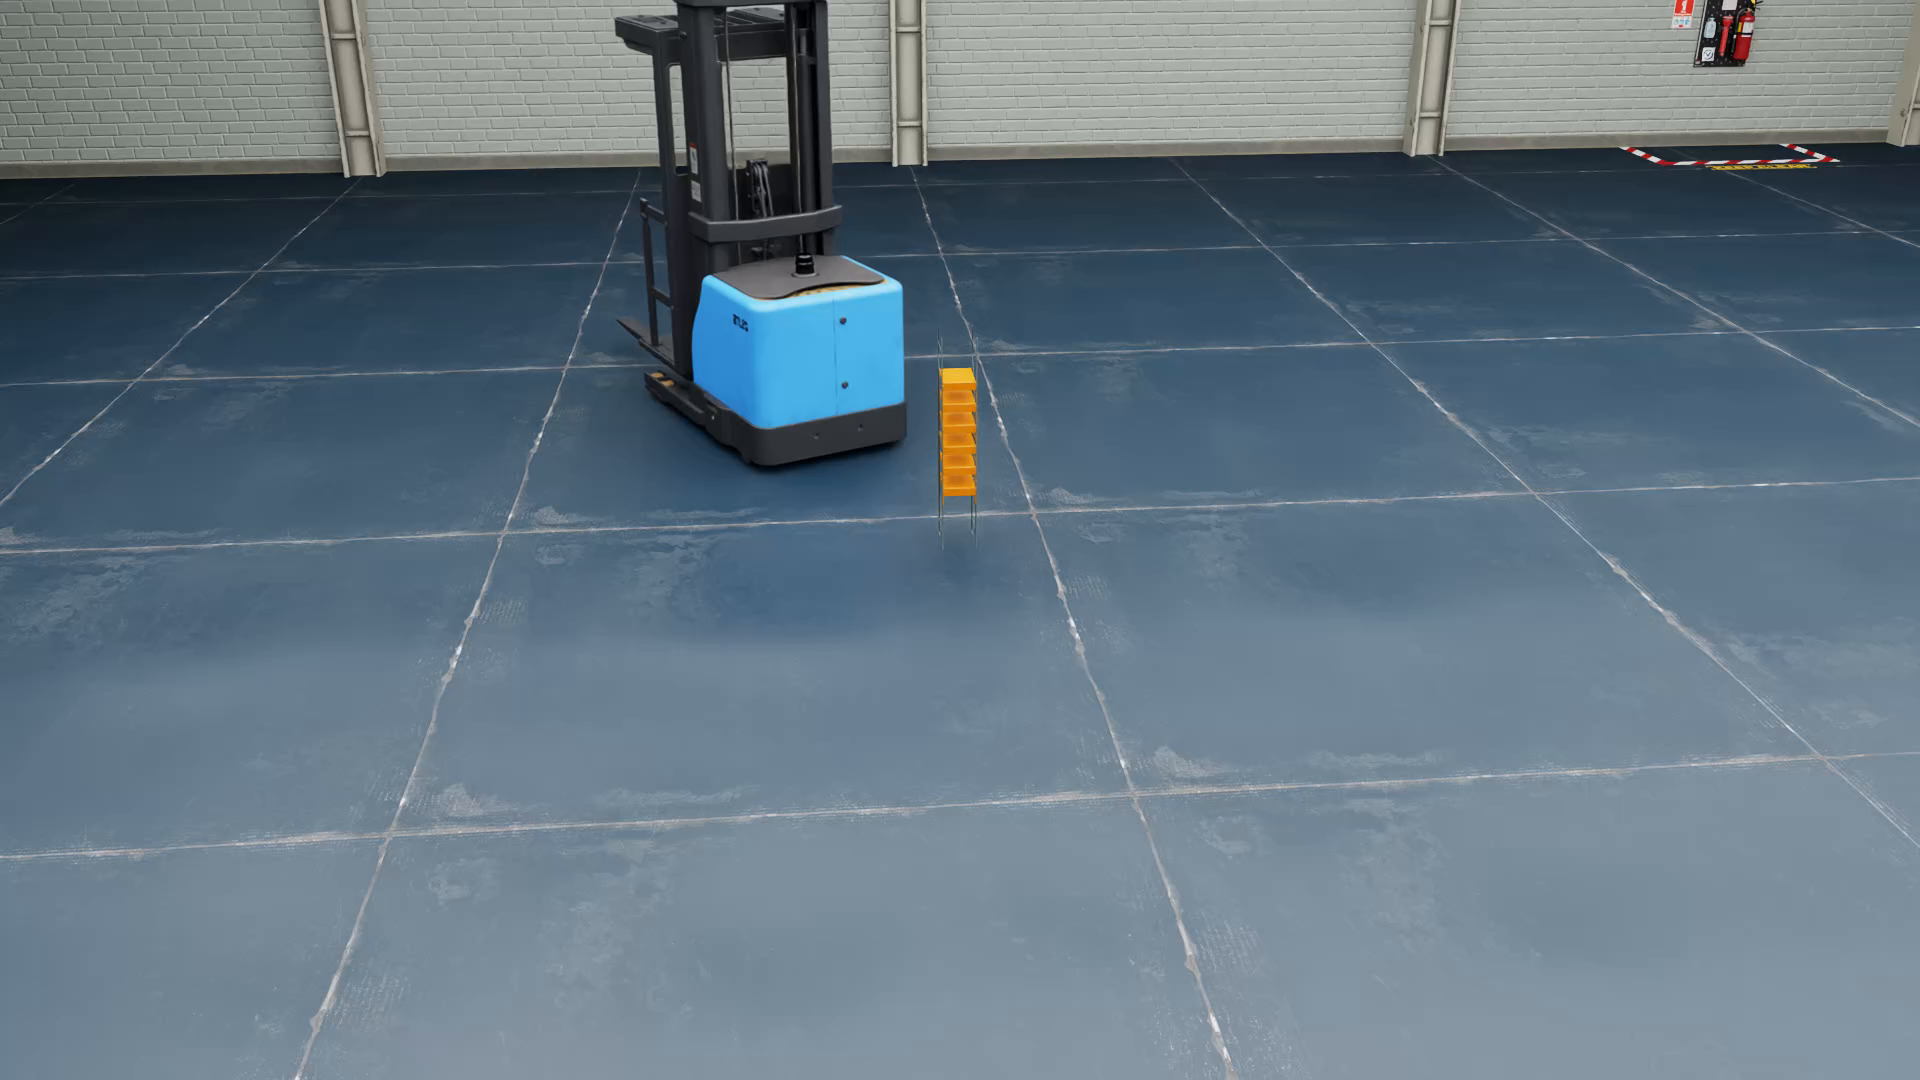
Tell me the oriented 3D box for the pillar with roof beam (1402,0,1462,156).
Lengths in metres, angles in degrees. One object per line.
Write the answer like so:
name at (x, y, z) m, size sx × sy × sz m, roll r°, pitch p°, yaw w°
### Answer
pillar with roof beam at (5.818, -6.885, 13.660) m, size 0.400 × 9.000 × 9.100 m, roll -2°, pitch 24°, yaw -5°

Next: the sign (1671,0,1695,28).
sign at (8.342, -6.076, 19.182) m, size 0.234 × 0.329 × 0.001 m, roll -2°, pitch 24°, yaw -5°

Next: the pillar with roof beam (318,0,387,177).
pillar with roof beam at (-6.124, -6.406, 12.583) m, size 0.400 × 9.000 × 9.100 m, roll -2°, pitch 24°, yaw -5°

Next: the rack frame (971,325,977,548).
rack frame at (0.077, -0.551, 9.013) m, size 0.006 × 1.200 × 0.240 m, roll -2°, pitch 24°, yaw -5°

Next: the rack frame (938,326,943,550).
rack frame at (-0.105, -0.544, 8.997) m, size 0.006 × 1.200 × 0.240 m, roll -2°, pitch 24°, yaw -5°

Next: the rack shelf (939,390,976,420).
rack shelf at (-0.014, -0.726, 8.926) m, size 0.180 × 0.103 × 0.258 m, roll -2°, pitch 24°, yaw -5°

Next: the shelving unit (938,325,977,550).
shelving unit at (-0.014, -0.548, 9.005) m, size 0.189 × 1.200 × 0.258 m, roll -2°, pitch 24°, yaw -5°

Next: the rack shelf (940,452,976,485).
rack shelf at (-0.014, -0.397, 9.072) m, size 0.180 × 0.103 × 0.258 m, roll -2°, pitch 24°, yaw -5°

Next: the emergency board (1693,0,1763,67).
emergency board at (8.903, -6.040, 19.145) m, size 0.643 × 1.169 × 0.194 m, roll -2°, pitch 24°, yaw -5°

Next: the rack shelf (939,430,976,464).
rack shelf at (-0.014, -0.507, 9.023) m, size 0.180 × 0.103 × 0.258 m, roll -2°, pitch 24°, yaw -5°

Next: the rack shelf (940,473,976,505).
rack shelf at (-0.014, -0.288, 9.121) m, size 0.180 × 0.103 × 0.258 m, roll -2°, pitch 24°, yaw -5°

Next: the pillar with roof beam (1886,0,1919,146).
pillar with roof beam at (11.789, -7.124, 14.199) m, size 0.400 × 9.000 × 9.100 m, roll -2°, pitch 24°, yaw -5°

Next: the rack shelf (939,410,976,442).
rack shelf at (-0.014, -0.617, 8.974) m, size 0.180 × 0.103 × 0.258 m, roll -2°, pitch 24°, yaw -5°

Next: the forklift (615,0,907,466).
forklift at (-1.518, -2.346, 10.919) m, size 1.130 × 2.935 × 3.031 m, roll -13°, pitch 27°, yaw -28°

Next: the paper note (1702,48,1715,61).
paper note at (8.720, -5.658, 19.371) m, size 0.142 × 0.148 × 0.016 m, roll -2°, pitch 24°, yaw -5°

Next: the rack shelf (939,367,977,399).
rack shelf at (-0.014, -0.836, 8.877) m, size 0.180 × 0.103 × 0.258 m, roll -2°, pitch 24°, yaw -5°

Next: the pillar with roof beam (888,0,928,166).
pillar with roof beam at (-0.153, -6.645, 13.121) m, size 0.400 × 9.000 × 9.100 m, roll -2°, pitch 24°, yaw -5°
